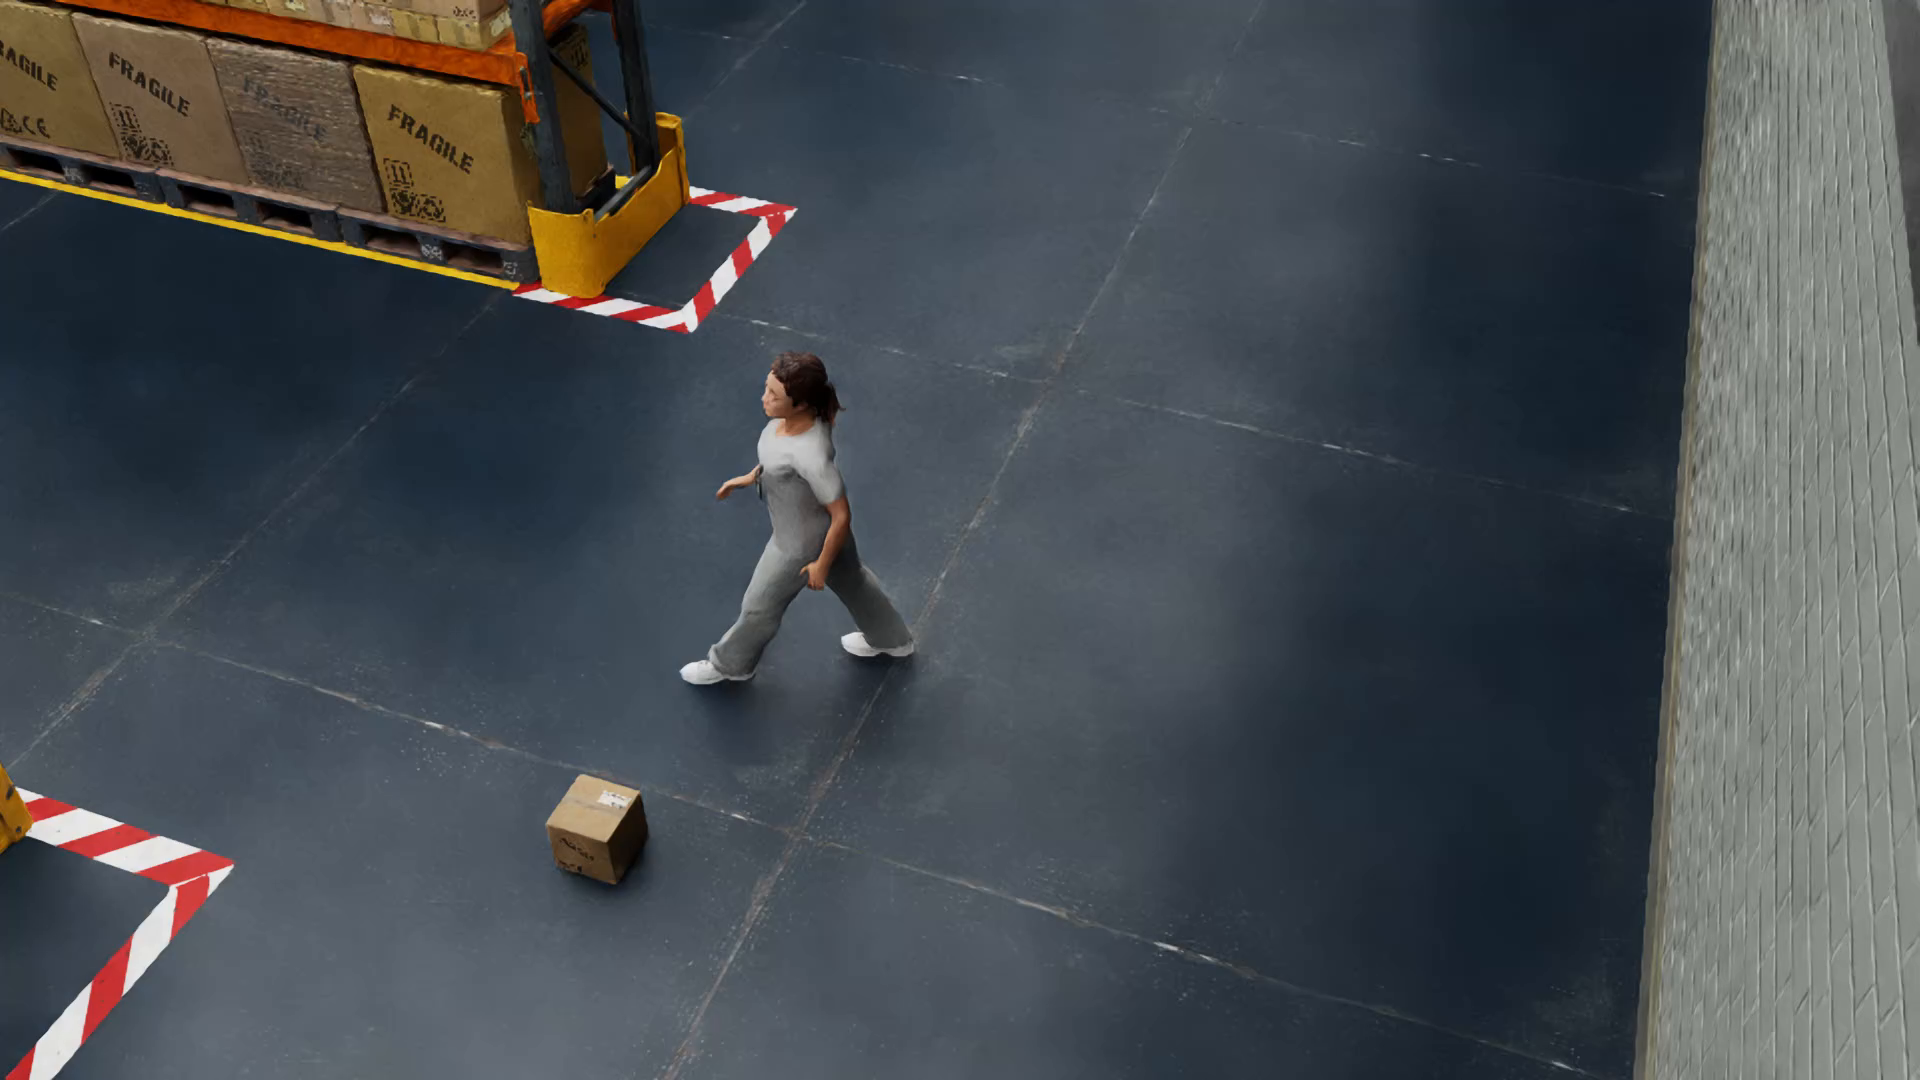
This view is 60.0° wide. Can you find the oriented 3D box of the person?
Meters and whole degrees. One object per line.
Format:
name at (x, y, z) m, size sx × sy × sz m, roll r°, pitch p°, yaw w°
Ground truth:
person at (-0.686, -0.031, 6.192) m, size 0.997 × 1.623 × 0.532 m, roll -2°, pitch 42°, yaw -2°
